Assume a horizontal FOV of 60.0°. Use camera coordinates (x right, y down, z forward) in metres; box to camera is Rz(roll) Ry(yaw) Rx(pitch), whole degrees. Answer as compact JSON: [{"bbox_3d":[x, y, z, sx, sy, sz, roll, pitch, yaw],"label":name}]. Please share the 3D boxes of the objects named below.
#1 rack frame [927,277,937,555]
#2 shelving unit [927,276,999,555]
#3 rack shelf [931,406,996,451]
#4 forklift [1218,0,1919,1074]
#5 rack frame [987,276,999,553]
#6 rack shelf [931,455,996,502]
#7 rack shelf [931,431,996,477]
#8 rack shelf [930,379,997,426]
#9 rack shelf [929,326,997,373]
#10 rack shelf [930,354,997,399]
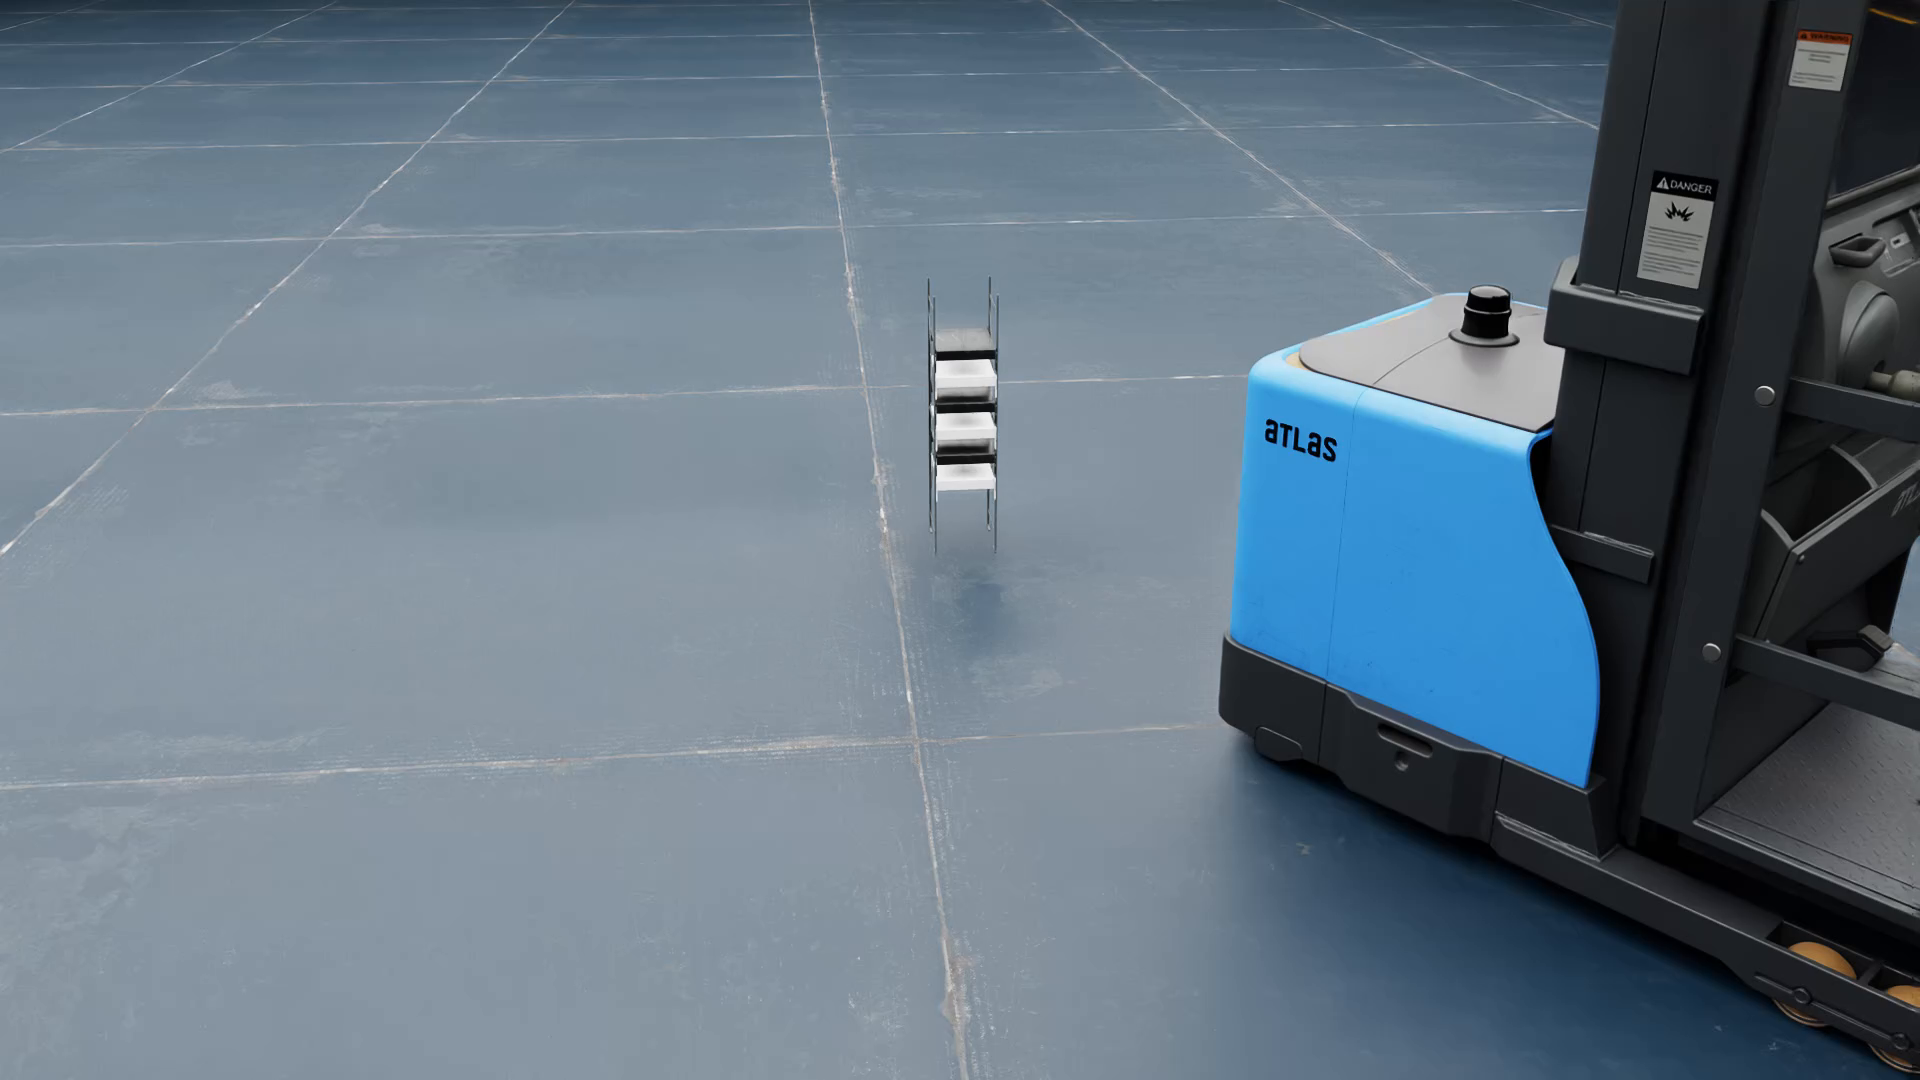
[{"bbox_3d":[-0.093,-0.407,5.559,0.006,0.900,0.240,-2,24,-5],"label":"rack frame"},{"bbox_3d":[0.008,-0.412,5.568,0.210,0.900,0.258,-2,24,-5],"label":"shelving unit"},{"bbox_3d":[0.008,-0.381,5.581,0.200,0.077,0.258,-2,24,-5],"label":"rack shelf"},{"bbox_3d":[2.081,-0.506,3.280,1.130,2.935,3.031,-21,32,-39],"label":"forklift"},{"bbox_3d":[0.109,-0.416,5.577,0.006,0.900,0.240,-2,24,-5],"label":"rack frame"},{"bbox_3d":[0.008,-0.217,5.655,0.200,0.077,0.258,-2,24,-5],"label":"rack shelf"},{"bbox_3d":[0.008,-0.299,5.618,0.200,0.077,0.258,-2,24,-5],"label":"rack shelf"},{"bbox_3d":[0.008,-0.463,5.545,0.200,0.077,0.258,-2,24,-5],"label":"rack shelf"},{"bbox_3d":[0.008,-0.628,5.472,0.200,0.077,0.258,-2,24,-5],"label":"rack shelf"},{"bbox_3d":[0.008,-0.546,5.508,0.200,0.077,0.258,-2,24,-5],"label":"rack shelf"}]
